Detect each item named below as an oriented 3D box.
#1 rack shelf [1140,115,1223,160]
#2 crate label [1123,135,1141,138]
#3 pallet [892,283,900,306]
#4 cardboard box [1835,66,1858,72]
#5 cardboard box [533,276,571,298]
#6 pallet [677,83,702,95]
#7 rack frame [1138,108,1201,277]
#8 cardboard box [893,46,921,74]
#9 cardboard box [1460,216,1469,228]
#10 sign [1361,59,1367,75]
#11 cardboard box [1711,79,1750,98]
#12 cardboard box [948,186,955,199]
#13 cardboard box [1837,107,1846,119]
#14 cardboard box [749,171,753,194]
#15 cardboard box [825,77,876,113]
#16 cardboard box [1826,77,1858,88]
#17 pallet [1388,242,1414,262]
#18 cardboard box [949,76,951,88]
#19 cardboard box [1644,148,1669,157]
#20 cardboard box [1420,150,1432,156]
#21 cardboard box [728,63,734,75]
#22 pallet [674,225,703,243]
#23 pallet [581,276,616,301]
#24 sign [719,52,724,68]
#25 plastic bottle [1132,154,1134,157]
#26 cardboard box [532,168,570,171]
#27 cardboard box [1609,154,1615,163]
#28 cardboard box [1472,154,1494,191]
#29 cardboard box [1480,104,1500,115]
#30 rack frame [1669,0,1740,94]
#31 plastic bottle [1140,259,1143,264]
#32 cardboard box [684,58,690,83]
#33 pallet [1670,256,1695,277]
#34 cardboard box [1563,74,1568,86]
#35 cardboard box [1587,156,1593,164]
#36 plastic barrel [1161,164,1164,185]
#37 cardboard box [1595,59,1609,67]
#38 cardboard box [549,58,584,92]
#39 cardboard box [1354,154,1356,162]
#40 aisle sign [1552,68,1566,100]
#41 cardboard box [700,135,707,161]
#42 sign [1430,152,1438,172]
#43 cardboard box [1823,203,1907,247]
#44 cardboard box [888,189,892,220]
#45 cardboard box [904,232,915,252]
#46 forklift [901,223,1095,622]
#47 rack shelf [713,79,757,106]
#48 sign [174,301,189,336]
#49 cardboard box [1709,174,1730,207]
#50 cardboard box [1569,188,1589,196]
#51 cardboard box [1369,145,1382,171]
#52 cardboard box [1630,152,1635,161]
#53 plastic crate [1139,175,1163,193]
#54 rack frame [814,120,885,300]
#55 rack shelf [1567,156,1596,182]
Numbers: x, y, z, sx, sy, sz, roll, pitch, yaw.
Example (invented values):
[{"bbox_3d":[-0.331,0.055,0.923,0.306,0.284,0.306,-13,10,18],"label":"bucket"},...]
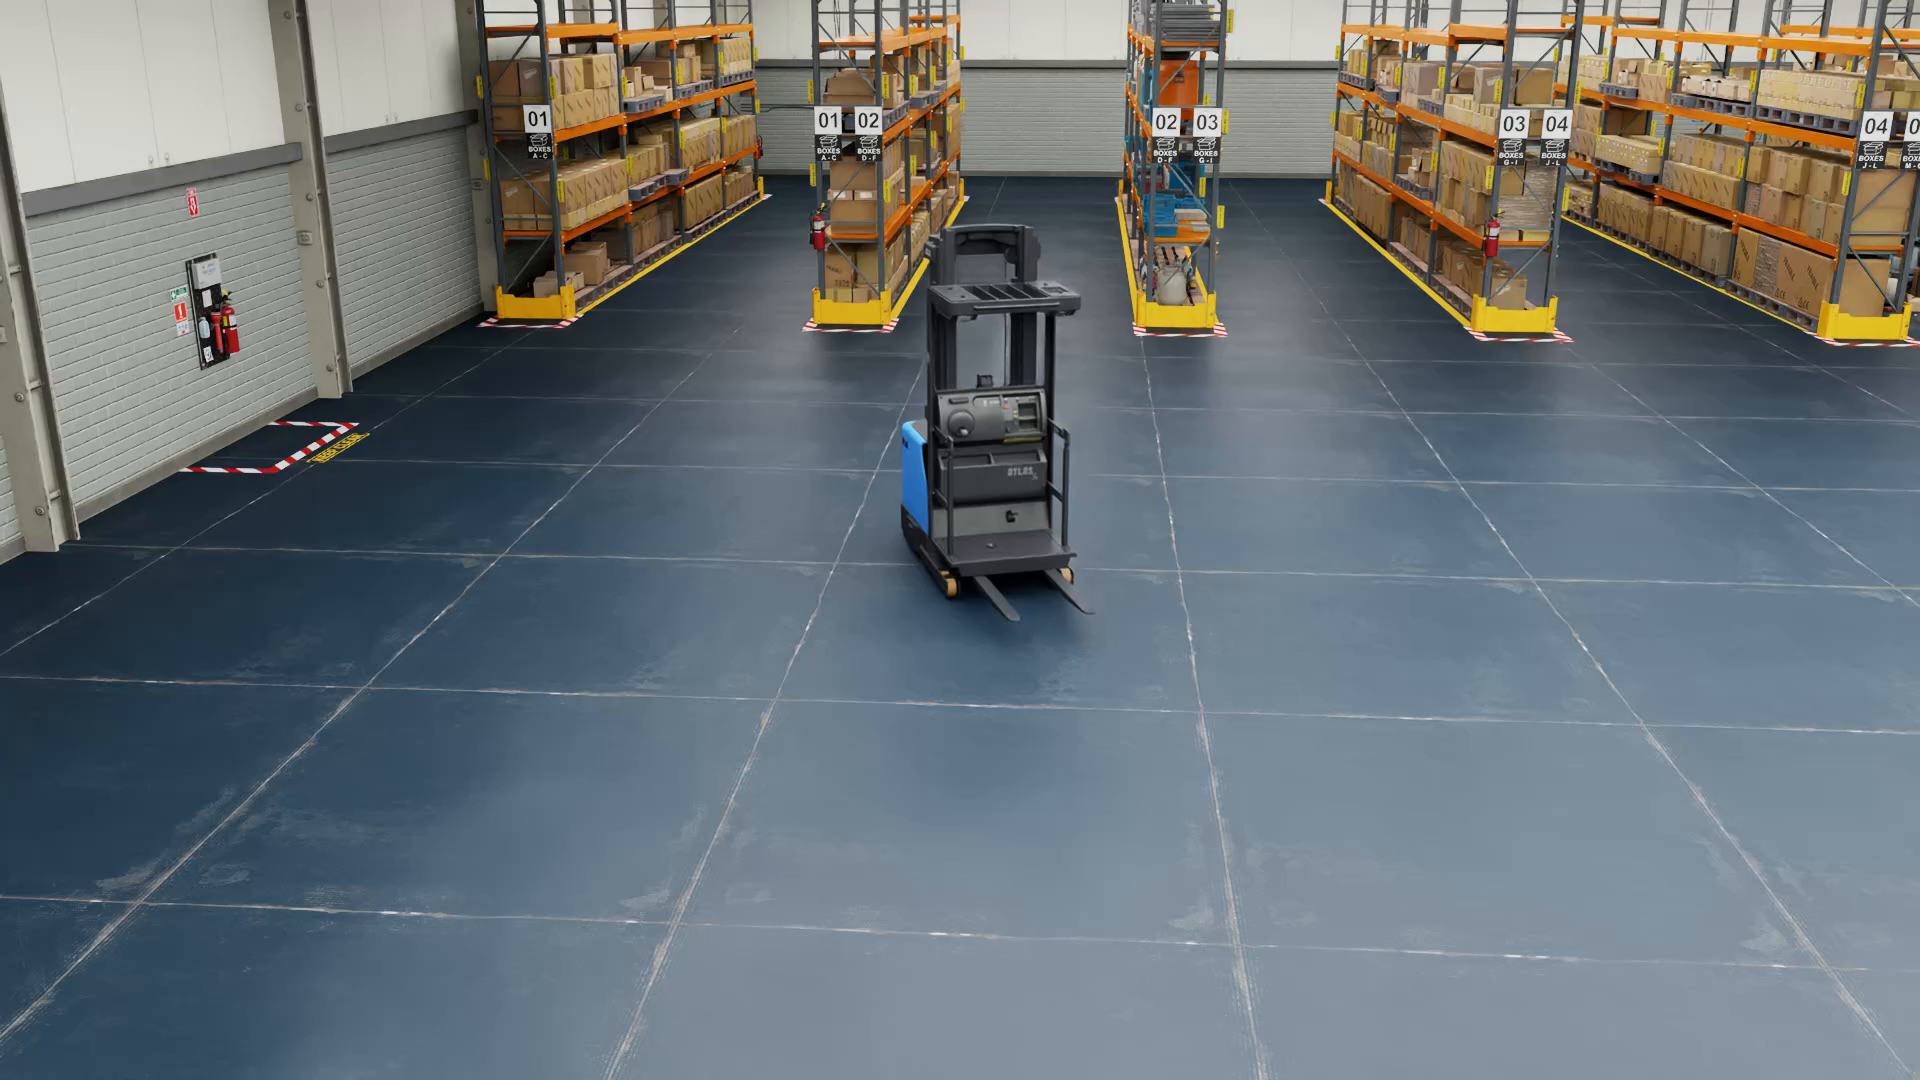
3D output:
[{"bbox_3d":[3.440,-6.359,26.177,1.077,0.370,4.000,1,18,4],"label":"rack shelf"},{"bbox_3d":[4.097,-9.503,39.607,0.416,0.233,0.303,1,18,4],"label":"crate label"},{"bbox_3d":[-1.541,-4.057,27.292,1.003,0.211,1.213,1,18,4],"label":"pallet"},{"bbox_3d":[18.708,-9.863,35.098,0.396,0.266,0.258,2,18,6],"label":"cardboard box"},{"bbox_3d":[-6.446,-4.019,26.311,0.500,0.311,0.500,-1,18,-2],"label":"cardboard box"},{"bbox_3d":[-5.941,-9.244,34.130,1.003,0.211,1.213,2,18,6],"label":"pallet"},{"bbox_3d":[3.583,-5.896,28.427,1.000,3.000,0.127,1,18,4],"label":"rack frame"},{"bbox_3d":[-1.033,-9.334,32.334,0.500,0.500,0.500,1,18,4],"label":"cardboard box"},{"bbox_3d":[8.054,-4.985,26.051,0.380,0.149,0.250,1,18,4],"label":"cardboard box"},{"bbox_3d":[8.543,-9.991,35.149,0.100,0.325,0.005,1,18,4],"label":"sign"},{"bbox_3d":[13.369,-7.823,28.799,0.500,0.311,0.500,1,18,2],"label":"cardboard box"},{"bbox_3d":[-0.388,-8.169,39.072,0.500,0.250,0.500,1,18,4],"label":"cardboard box"},{"bbox_3d":[12.881,-6.144,23.933,0.380,0.149,0.250,1,18,4],"label":"cardboard box"},{"bbox_3d":[-5.389,-8.636,40.130,0.700,0.500,0.500,1,18,4],"label":"cardboard box"},{"bbox_3d":[-1.599,-6.685,24.951,0.797,0.503,0.637,3,18,8],"label":"cardboard box"},{"bbox_3d":[12.917,-6.683,24.299,0.380,0.149,0.250,2,18,5],"label":"cardboard box"},{"bbox_3d":[8.752,-5.460,31.575,1.003,0.211,1.213,1,18,4],"label":"pallet"},{"bbox_3d":[-0.462,-10.148,36.825,0.500,0.250,0.500,1,18,4],"label":"cardboard box"},{"bbox_3d":[13.328,-7.411,31.825,0.380,0.149,0.250,1,18,2],"label":"cardboard box"},{"bbox_3d":[8.871,-6.931,30.750,0.700,0.500,0.500,4,19,12],"label":"cardboard box"},{"bbox_3d":[-5.362,-10.570,37.279,0.500,0.250,0.500,1,18,3],"label":"cardboard box"},{"bbox_3d":[-5.880,-6.278,34.070,1.003,0.211,1.213,1,18,4],"label":"pallet"},{"bbox_3d":[-6.396,-4.203,27.738,1.003,0.211,1.213,1,18,4],"label":"pallet"},{"bbox_3d":[-5.183,-10.414,36.061,0.100,0.325,0.005,1,18,4],"label":"sign"},{"bbox_3d":[3.641,-7.945,34.868,0.061,0.283,0.133,1,18,4],"label":"plastic bottle"},{"bbox_3d":[-6.649,-5.794,27.120,0.500,0.500,0.500,2,18,5],"label":"cardboard box"},{"bbox_3d":[13.477,-7.776,33.892,0.380,0.149,0.250,0,18,1],"label":"cardboard box"},{"bbox_3d":[8.059,-5.539,25.093,0.500,0.500,0.500,1,18,4],"label":"cardboard box"},{"bbox_3d":[7.985,-6.424,24.822,0.380,0.149,0.250,1,18,4],"label":"cardboard box"},{"bbox_3d":[13.750,-9.737,30.513,1.000,3.000,0.127,1,18,4],"label":"rack frame"},{"bbox_3d":[3.127,-4.621,28.202,0.152,0.276,0.135,2,18,6],"label":"plastic bottle"},{"bbox_3d":[-5.973,-9.685,34.305,0.700,0.500,0.500,1,18,4],"label":"cardboard box"},{"bbox_3d":[13.528,-4.940,29.986,1.003,0.211,1.213,1,18,4],"label":"pallet"},{"bbox_3d":[13.994,-10.428,37.680,0.500,0.250,0.500,2,18,6],"label":"cardboard box"},{"bbox_3d":[13.733,-8.185,35.816,0.380,0.149,0.250,1,18,2],"label":"cardboard box"},{"bbox_3d":[4.139,-7.052,31.737,0.600,0.536,0.708,1,18,4],"label":"plastic barrel"},{"bbox_3d":[13.771,-10.172,35.456,0.380,0.149,0.250,1,18,4],"label":"cardboard box"},{"bbox_3d":[-6.204,-7.261,25.977,0.500,0.500,0.500,2,18,5],"label":"cardboard box"},{"bbox_3d":[8.810,-8.333,36.268,0.380,0.149,0.250,2,18,5],"label":"cardboard box"},{"bbox_3d":[14.029,-10.635,38.715,0.394,0.787,0.004,1,18,4],"label":"aisle sign"},{"bbox_3d":[-5.609,-8.182,34.732,0.500,0.500,0.500,2,18,5],"label":"cardboard box"},{"bbox_3d":[7.969,-6.347,27.944,0.100,0.325,0.005,1,18,4],"label":"sign"},{"bbox_3d":[13.158,-4.589,24.196,0.875,0.550,0.550,1,18,4],"label":"cardboard box"},{"bbox_3d":[-1.490,-5.439,26.871,0.700,0.500,0.500,2,18,6],"label":"cardboard box"},{"bbox_3d":[-1.079,-5.290,29.419,0.500,0.311,0.500,1,18,4],"label":"cardboard box"},{"bbox_3d":[0.329,-1.048,13.741,1.130,2.935,3.031,-5,19,-14],"label":"forklift"},{"bbox_3d":[-5.582,-10.307,38.226,1.077,0.370,4.000,1,18,4],"label":"rack shelf"},{"bbox_3d":[-8.186,-2.329,17.484,0.001,0.329,0.234,1,18,4],"label":"sign"},{"bbox_3d":[13.270,-6.016,28.632,0.500,0.500,0.500,1,18,3],"label":"cardboard box"},{"bbox_3d":[13.823,-7.779,37.121,0.380,0.149,0.250,1,18,2],"label":"cardboard box"},{"bbox_3d":[8.743,-7.869,34.287,0.500,0.500,0.500,1,18,3],"label":"cardboard box"},{"bbox_3d":[13.383,-7.513,32.614,0.380,0.149,0.250,1,18,4],"label":"cardboard box"},{"bbox_3d":[3.312,-6.084,28.897,0.402,0.464,0.583,1,18,4],"label":"plastic crate"},{"bbox_3d":[-1.644,-4.766,24.977,1.000,3.000,0.127,1,18,4],"label":"rack frame"},{"bbox_3d":[14.180,-8.408,37.247,1.077,0.370,4.000,1,18,4],"label":"rack shelf"}]
